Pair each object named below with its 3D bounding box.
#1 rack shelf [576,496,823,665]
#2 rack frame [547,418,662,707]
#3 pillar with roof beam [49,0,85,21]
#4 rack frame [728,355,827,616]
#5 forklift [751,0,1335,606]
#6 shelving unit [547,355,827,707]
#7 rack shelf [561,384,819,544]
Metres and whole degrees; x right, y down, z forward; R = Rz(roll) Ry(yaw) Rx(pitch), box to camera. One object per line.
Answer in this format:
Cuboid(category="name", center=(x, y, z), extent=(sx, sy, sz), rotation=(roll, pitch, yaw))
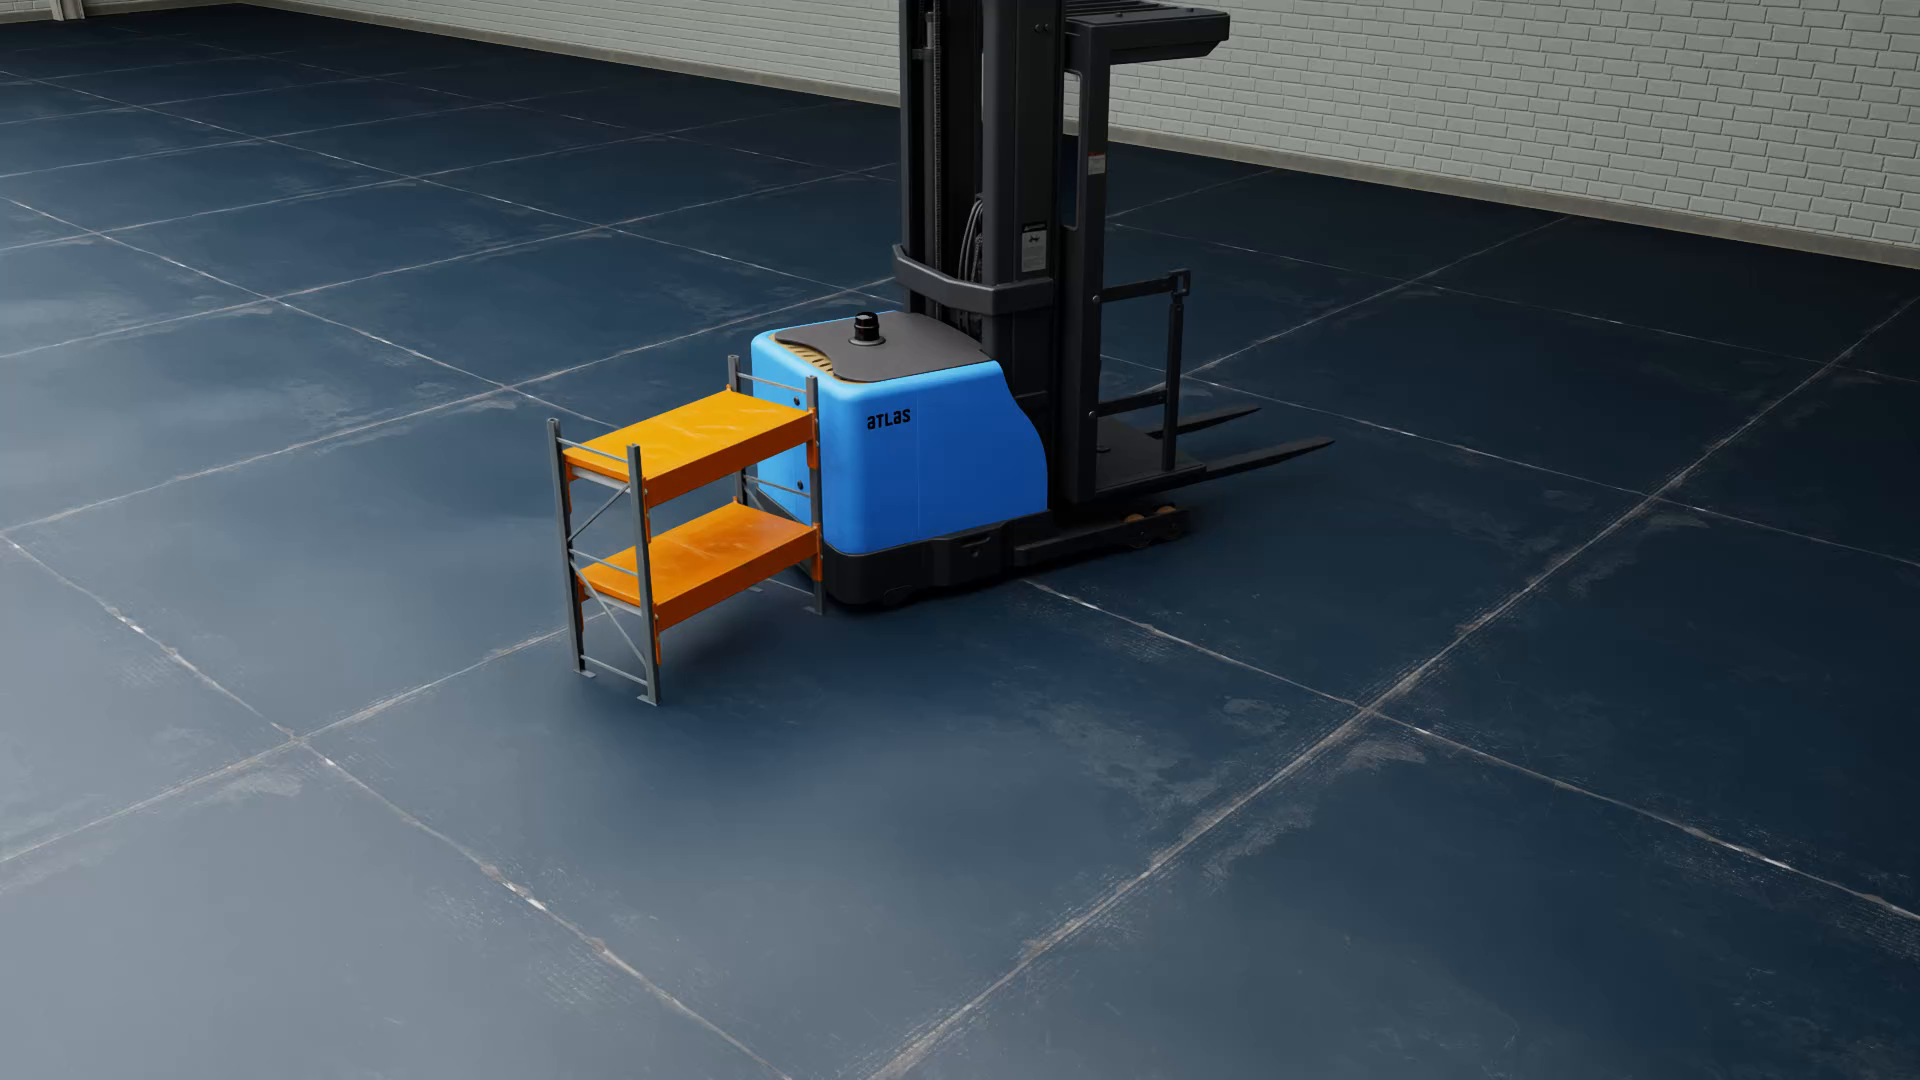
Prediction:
Cuboid(category="rack shelf", center=(-1.117, 0.153, 7.131), extent=(0.538, 0.278, 1.000), rotation=(17, 29, 33))
Cuboid(category="rack frame", center=(-1.422, 0.096, 6.661), extent=(0.500, 1.125, 0.032), rotation=(17, 29, 33))
Cuboid(category="pillar with roof beam", center=(-11.491, -11.531, 22.969), extent=(9.100, 9.000, 0.400), rotation=(20, 31, 38))
Cuboid(category="rack frame", center=(-0.811, -0.236, 7.402), extent=(0.500, 1.125, 0.032), rotation=(17, 29, 33))
Cuboid(category="forklift", center=(0.537, -1.468, 7.942), extent=(3.031, 2.935, 1.130), rotation=(-14, 28, -28))
Cuboid(category="shelving unit", center=(-1.117, -0.070, 7.031), extent=(0.538, 1.125, 1.048), rotation=(17, 29, 33))
Cuboid(category="rack shelf", center=(-1.117, -0.337, 6.912), extent=(0.538, 0.278, 1.000), rotation=(17, 29, 33))
